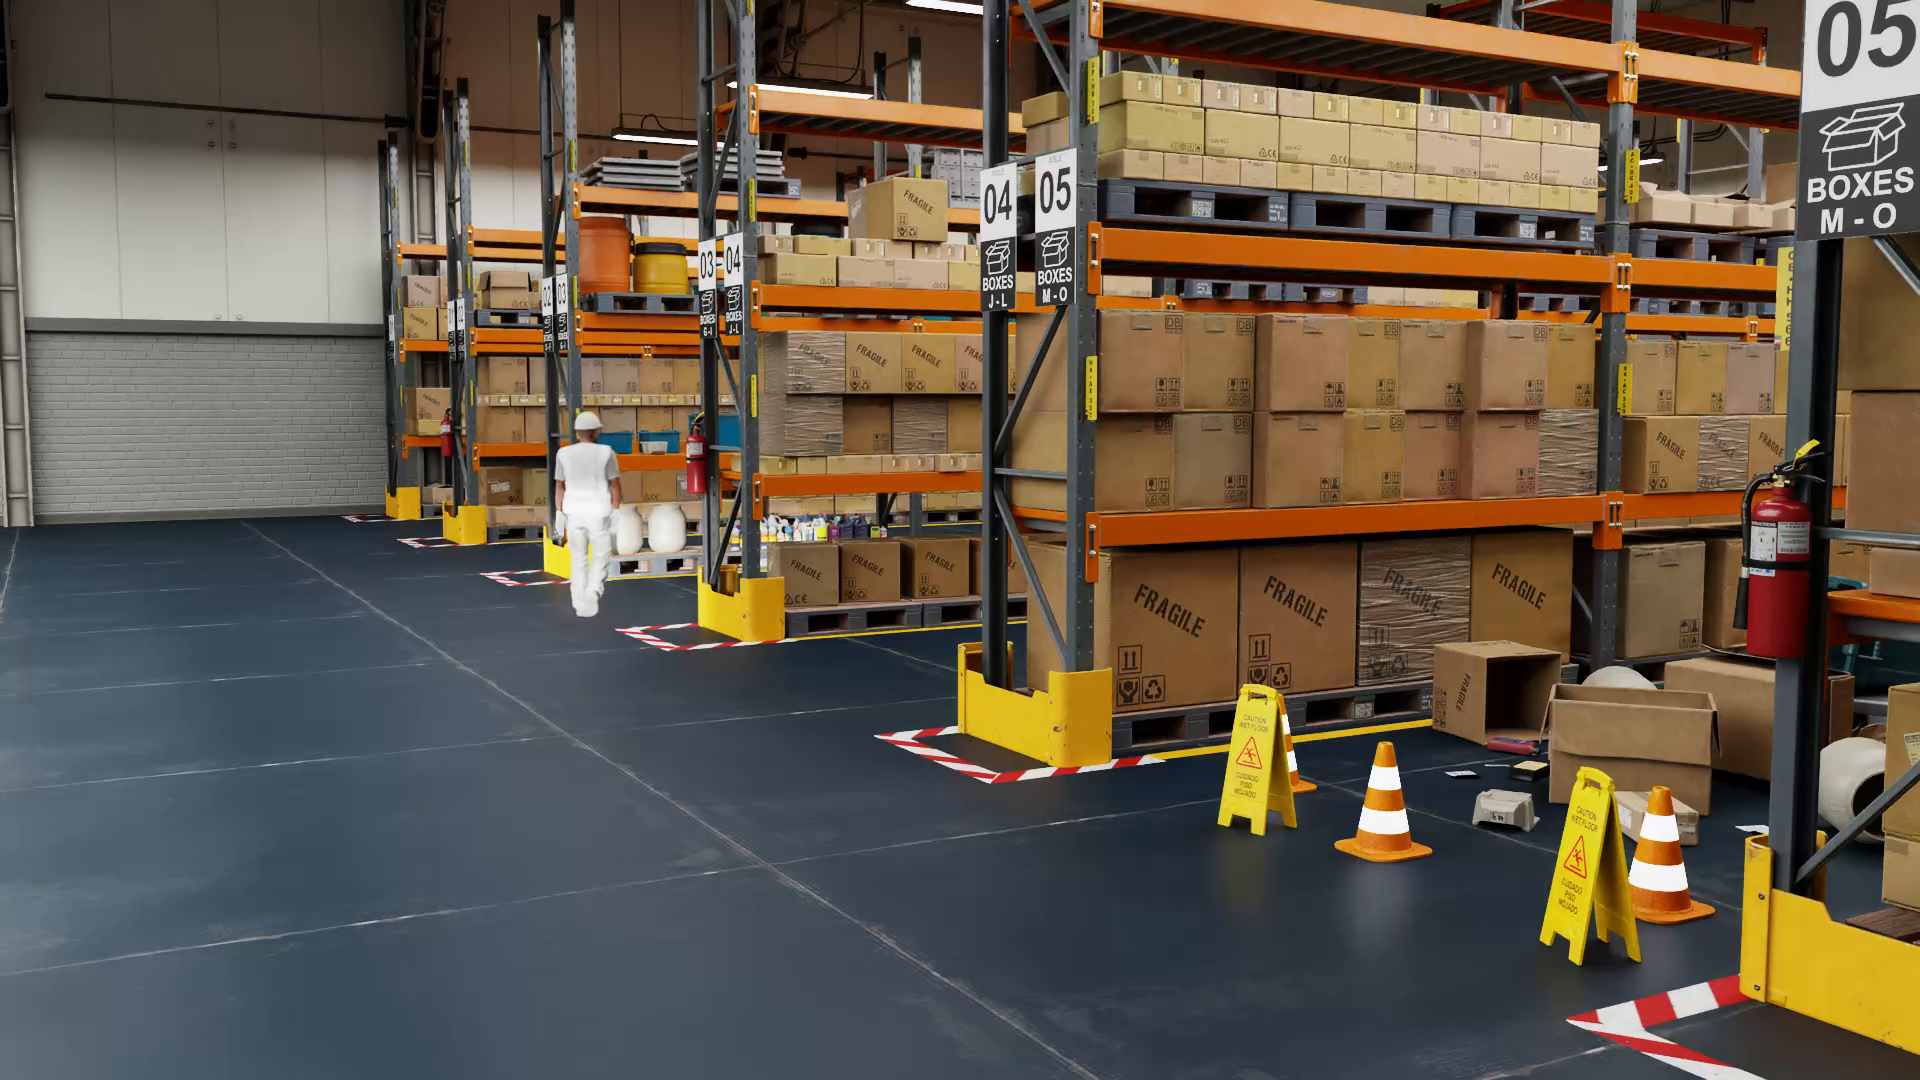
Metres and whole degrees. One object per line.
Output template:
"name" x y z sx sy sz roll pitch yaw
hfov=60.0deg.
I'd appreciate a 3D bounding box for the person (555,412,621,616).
"person" -3.217 -0.221 14.418 0.574 1.777 0.645 0 5 -3
